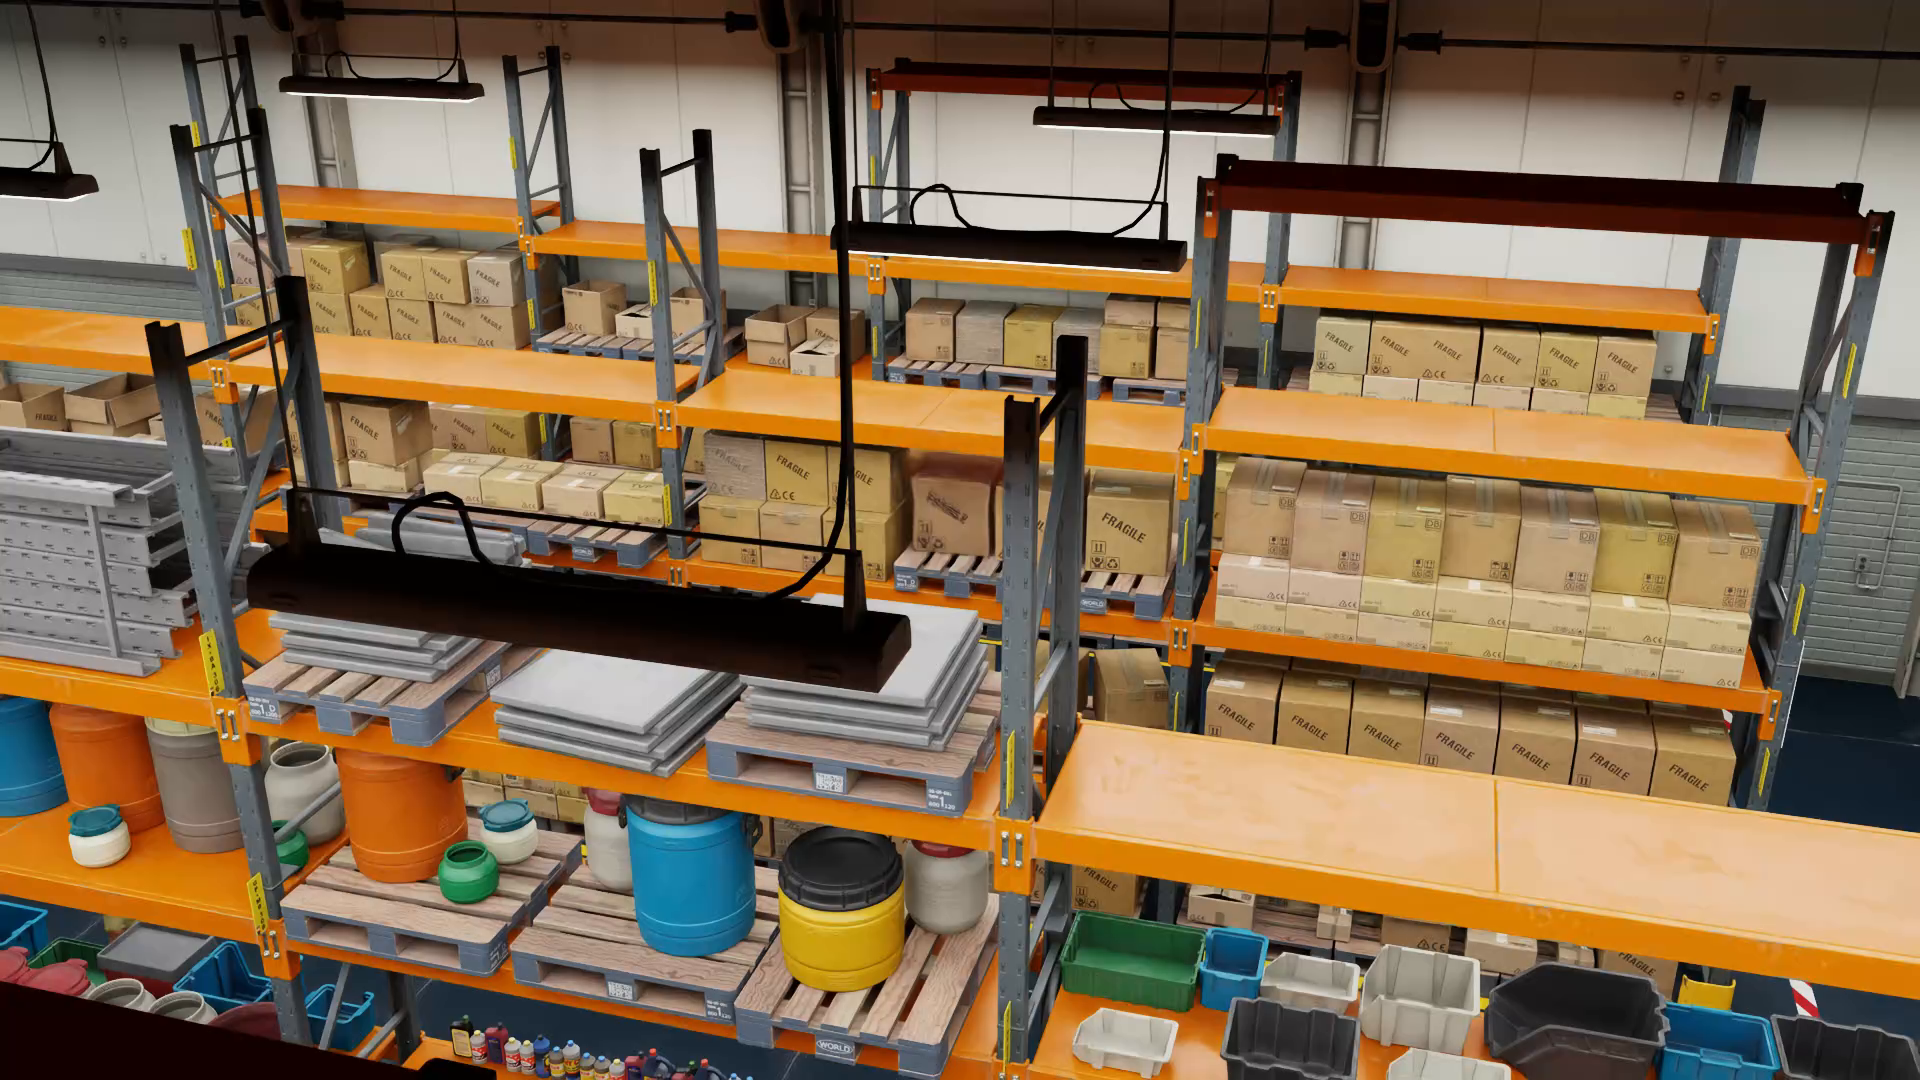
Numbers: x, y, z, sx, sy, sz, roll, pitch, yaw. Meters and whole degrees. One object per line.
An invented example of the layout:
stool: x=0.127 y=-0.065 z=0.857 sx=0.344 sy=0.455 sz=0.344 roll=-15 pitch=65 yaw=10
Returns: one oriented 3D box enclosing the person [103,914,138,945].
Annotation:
person: x=-5.795 y=2.865 z=11.679 sx=0.873 sy=1.639 sz=0.504 roll=20 pitch=30 yaw=39
